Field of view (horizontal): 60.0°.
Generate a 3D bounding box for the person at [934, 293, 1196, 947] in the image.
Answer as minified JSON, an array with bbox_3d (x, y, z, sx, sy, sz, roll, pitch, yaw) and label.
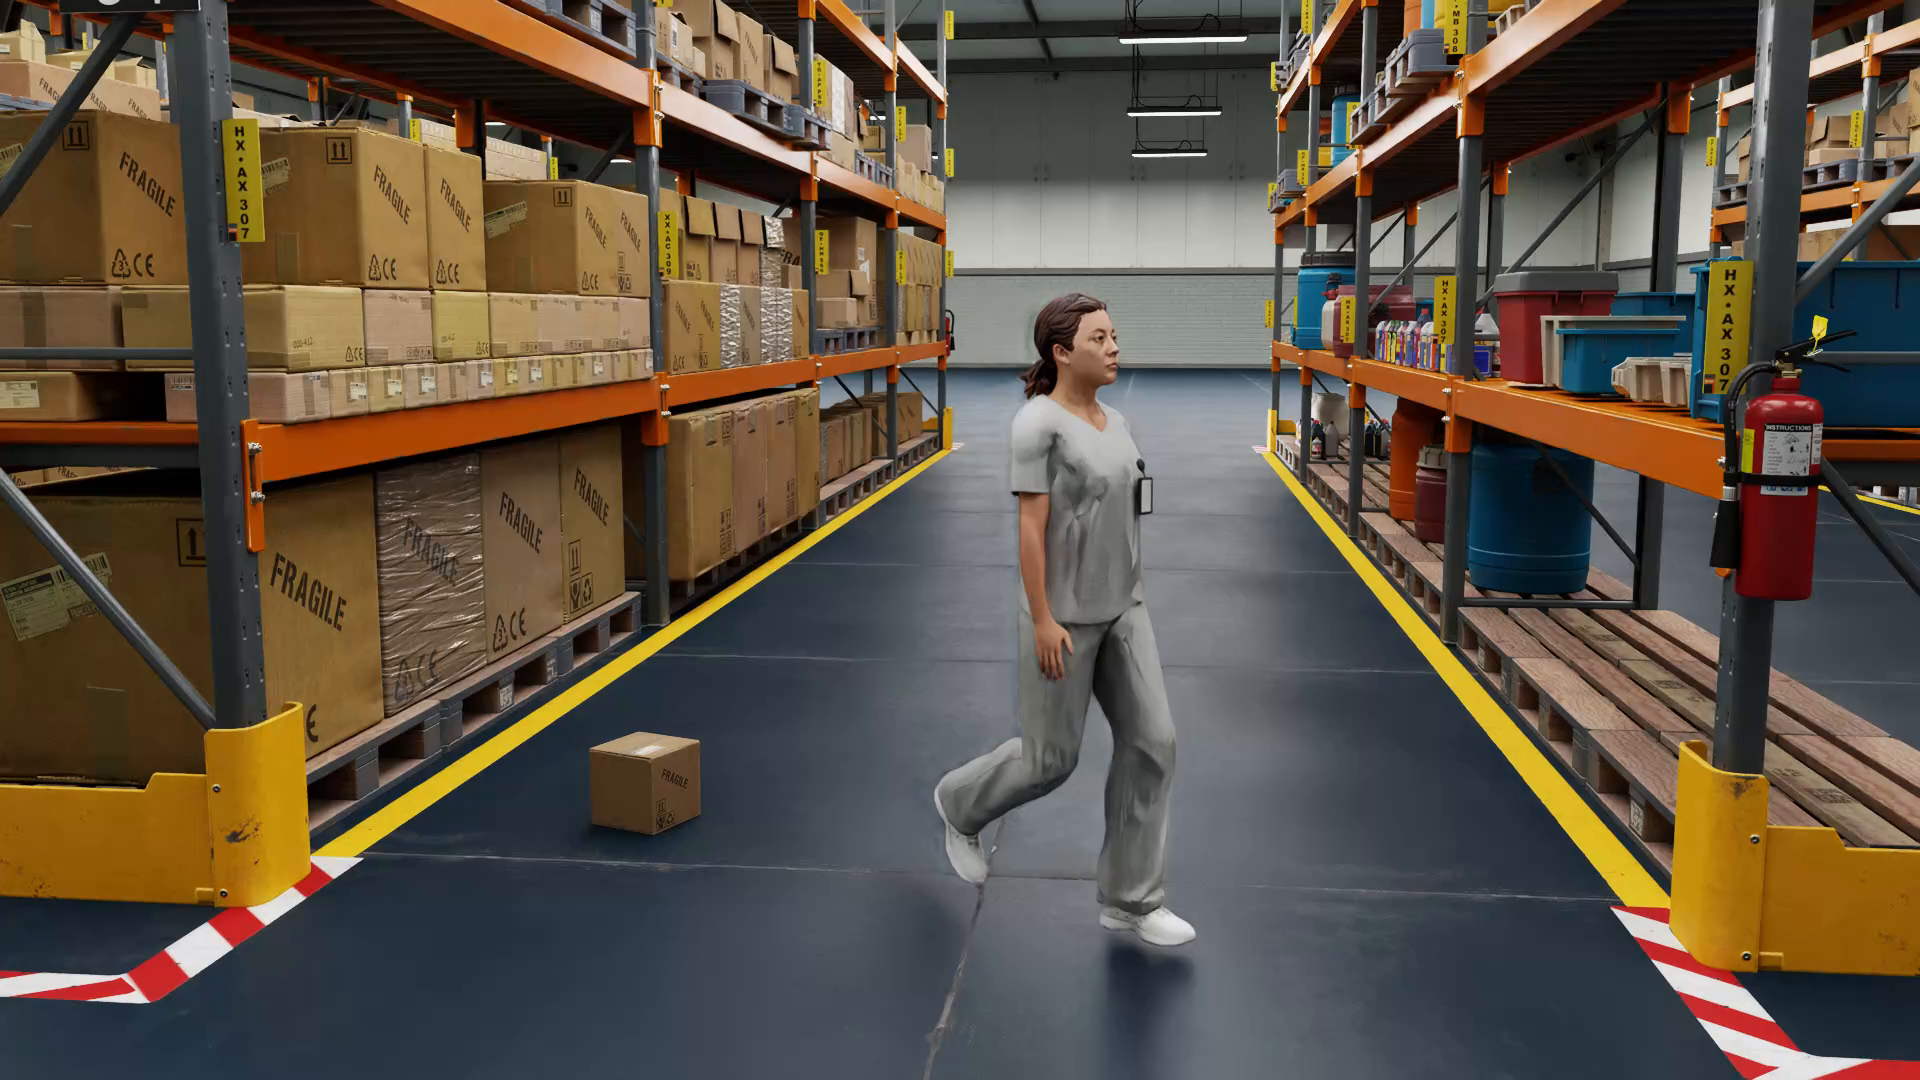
[{"bbox_3d":[0.282,0.185,4.330,0.438,1.640,0.823,-7,10,-40],"label":"person"}]
